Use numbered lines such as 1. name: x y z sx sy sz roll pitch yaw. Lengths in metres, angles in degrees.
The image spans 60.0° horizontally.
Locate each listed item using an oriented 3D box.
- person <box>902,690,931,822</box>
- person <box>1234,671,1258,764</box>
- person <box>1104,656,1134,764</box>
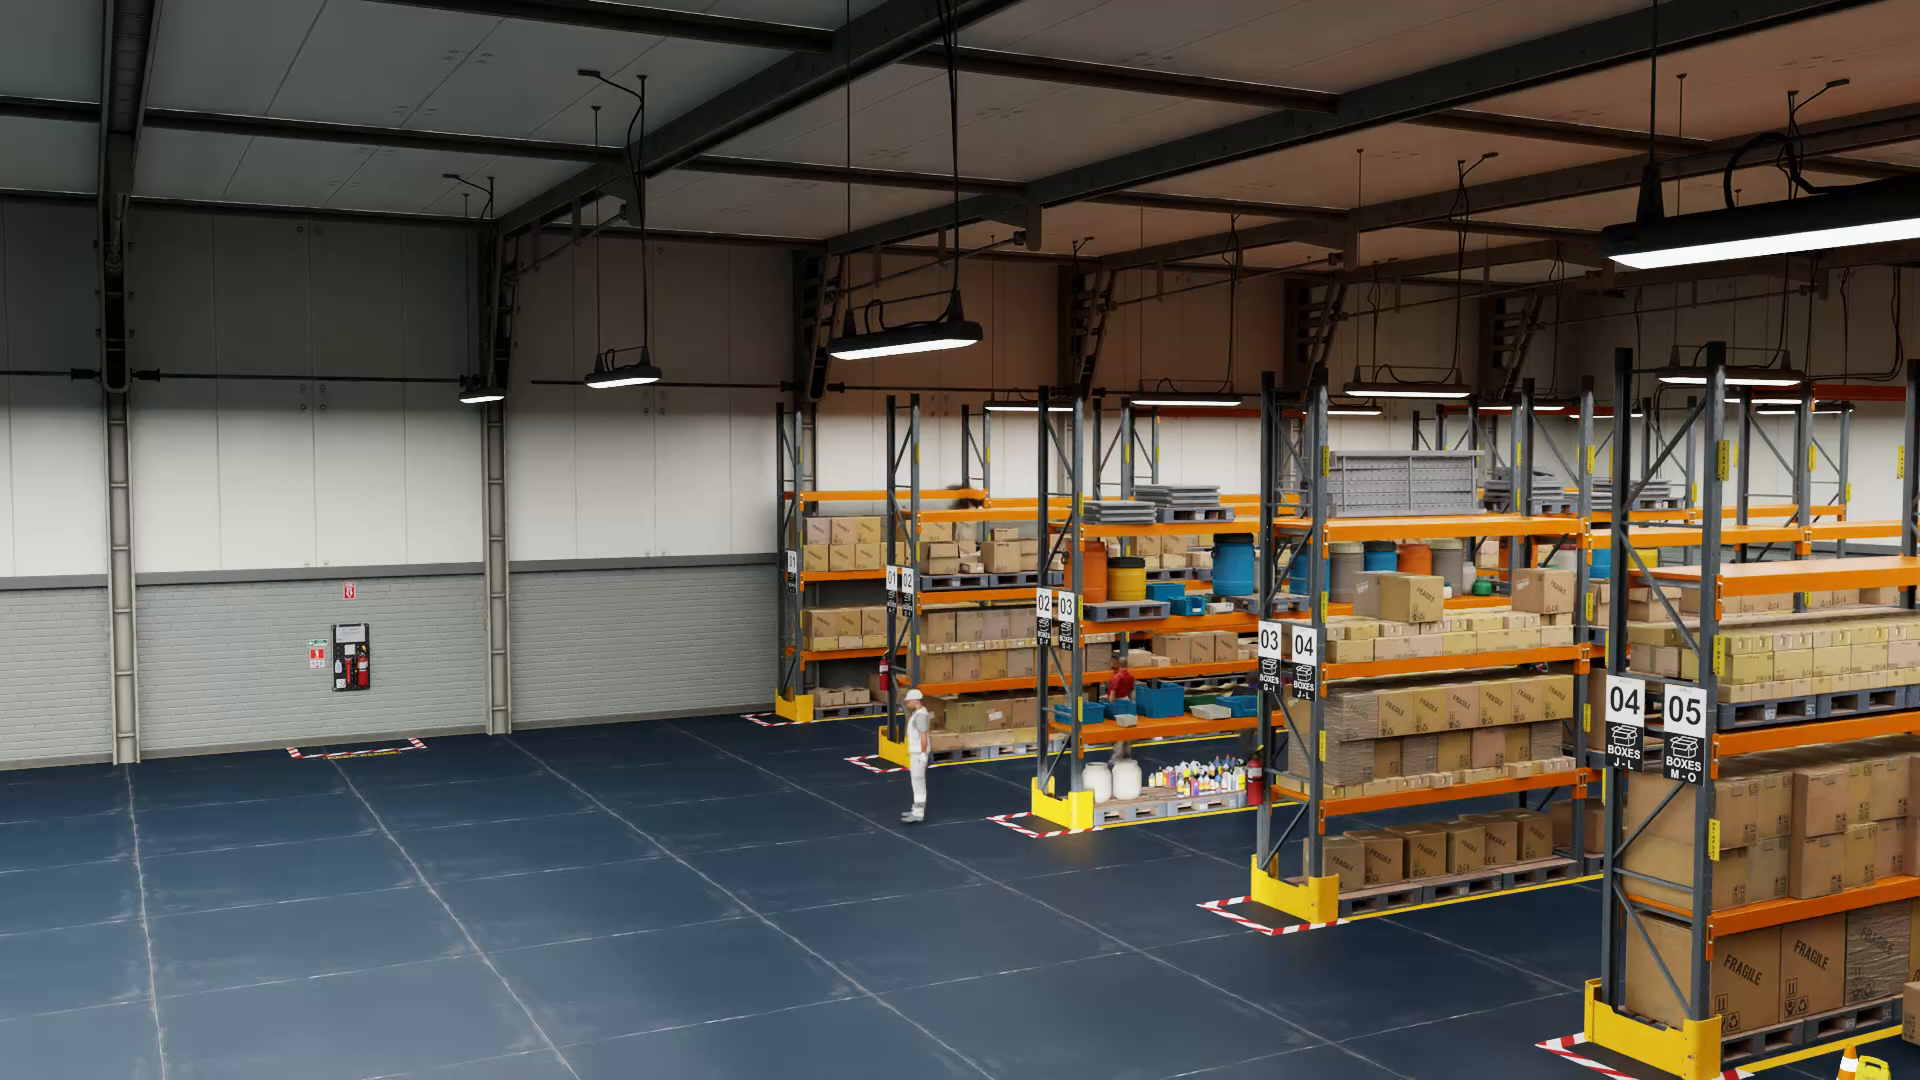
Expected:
1. person: -0.611 2.964 23.018 0.410 1.785 0.627 0 3 -3
2. person: 4.619 2.860 26.349 0.649 1.601 0.612 2 4 29
3. person: 2.600 2.780 27.184 0.395 1.766 0.551 1 4 25
